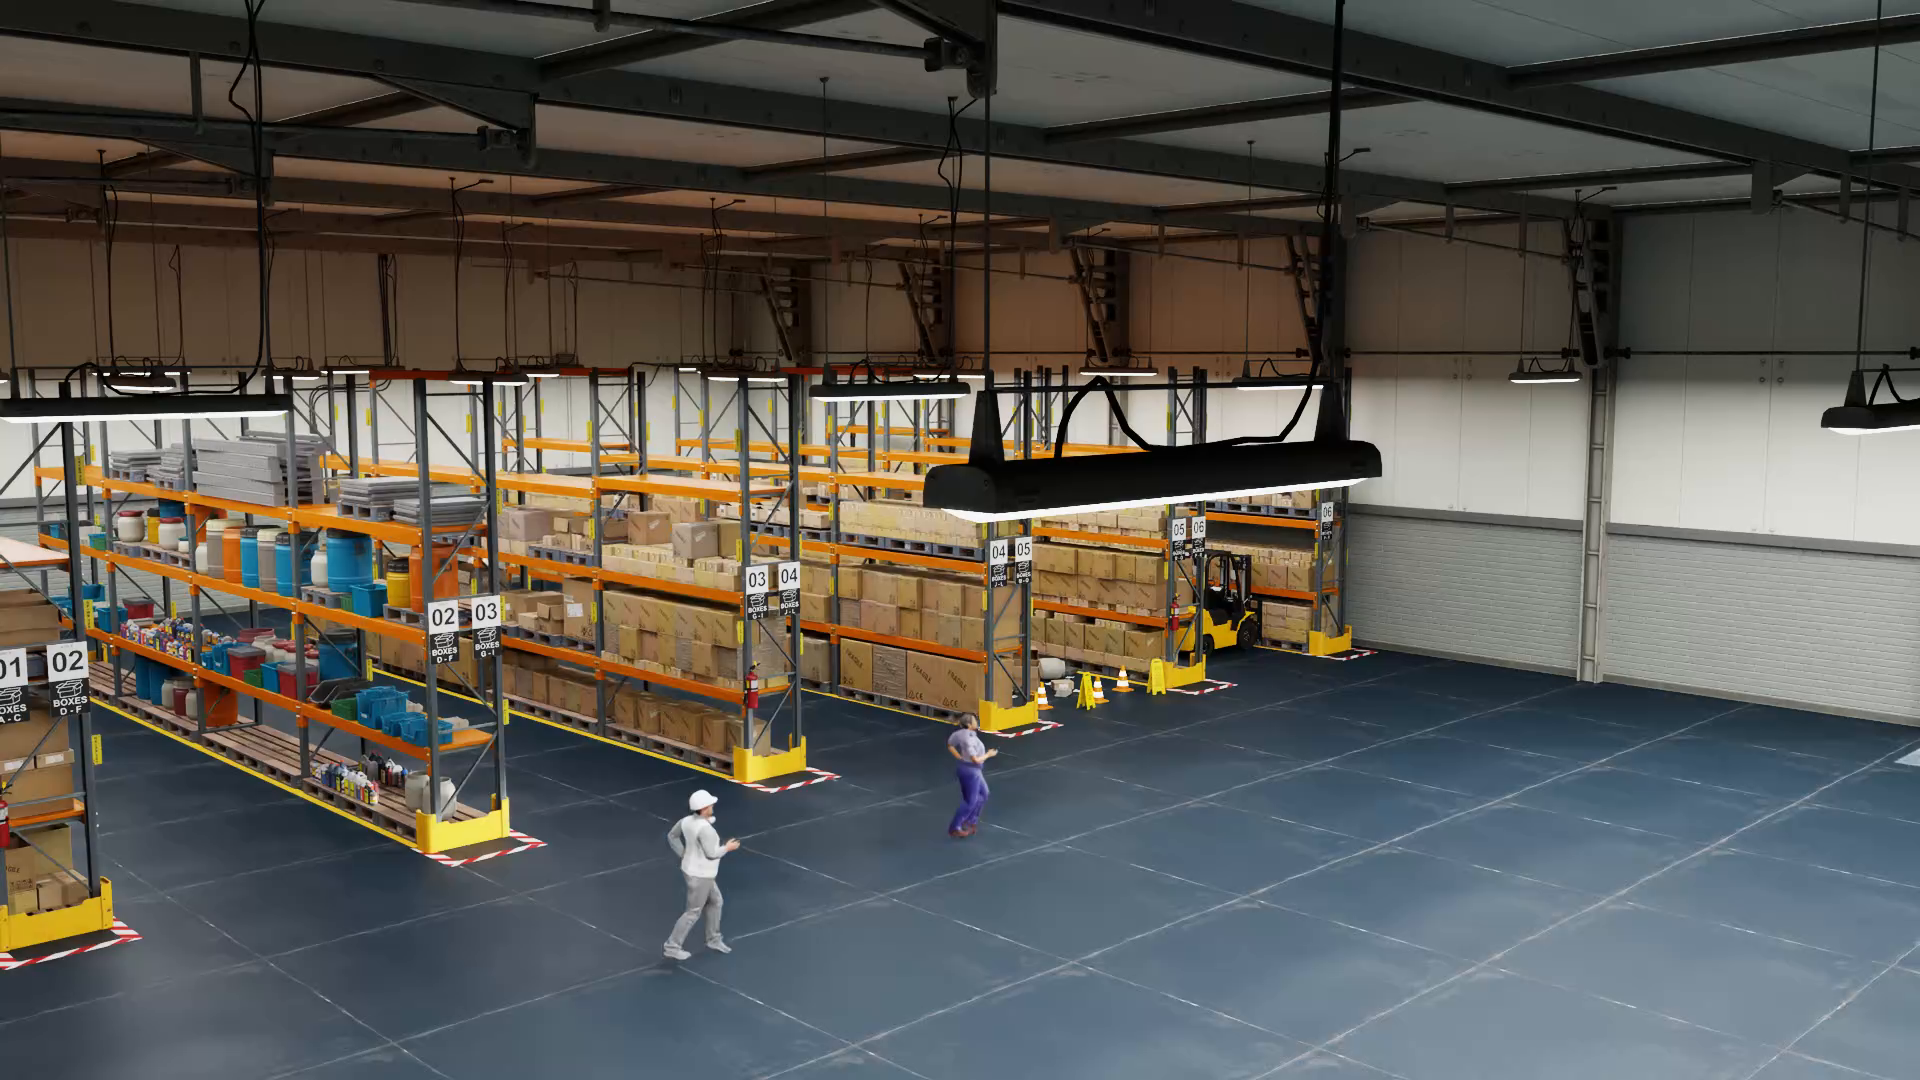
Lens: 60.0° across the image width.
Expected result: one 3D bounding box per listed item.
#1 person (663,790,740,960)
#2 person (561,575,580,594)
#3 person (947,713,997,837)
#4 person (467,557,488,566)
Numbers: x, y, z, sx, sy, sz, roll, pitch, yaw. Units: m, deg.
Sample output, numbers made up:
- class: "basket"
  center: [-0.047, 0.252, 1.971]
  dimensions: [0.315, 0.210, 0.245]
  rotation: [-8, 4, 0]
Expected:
- class: "person"
  center: [-2.708, 3.502, 17.301]
  dimensions: [0.845, 1.822, 0.605]
  rotation: [-3, 7, -25]
- class: "person"
  center: [-7.902, 1.635, 34.340]
  dimensions: [0.742, 1.643, 0.689]
  rotation: [6, 9, 43]
- class: "person"
  center: [0.149, 3.089, 21.710]
  dimensions: [0.660, 1.669, 0.583]
  rotation: [-1, 7, -12]
- class: "person"
  center: [-11.501, 1.028, 39.514]
  dimensions: [0.738, 1.697, 0.580]
  rotation: [2, 7, 14]
